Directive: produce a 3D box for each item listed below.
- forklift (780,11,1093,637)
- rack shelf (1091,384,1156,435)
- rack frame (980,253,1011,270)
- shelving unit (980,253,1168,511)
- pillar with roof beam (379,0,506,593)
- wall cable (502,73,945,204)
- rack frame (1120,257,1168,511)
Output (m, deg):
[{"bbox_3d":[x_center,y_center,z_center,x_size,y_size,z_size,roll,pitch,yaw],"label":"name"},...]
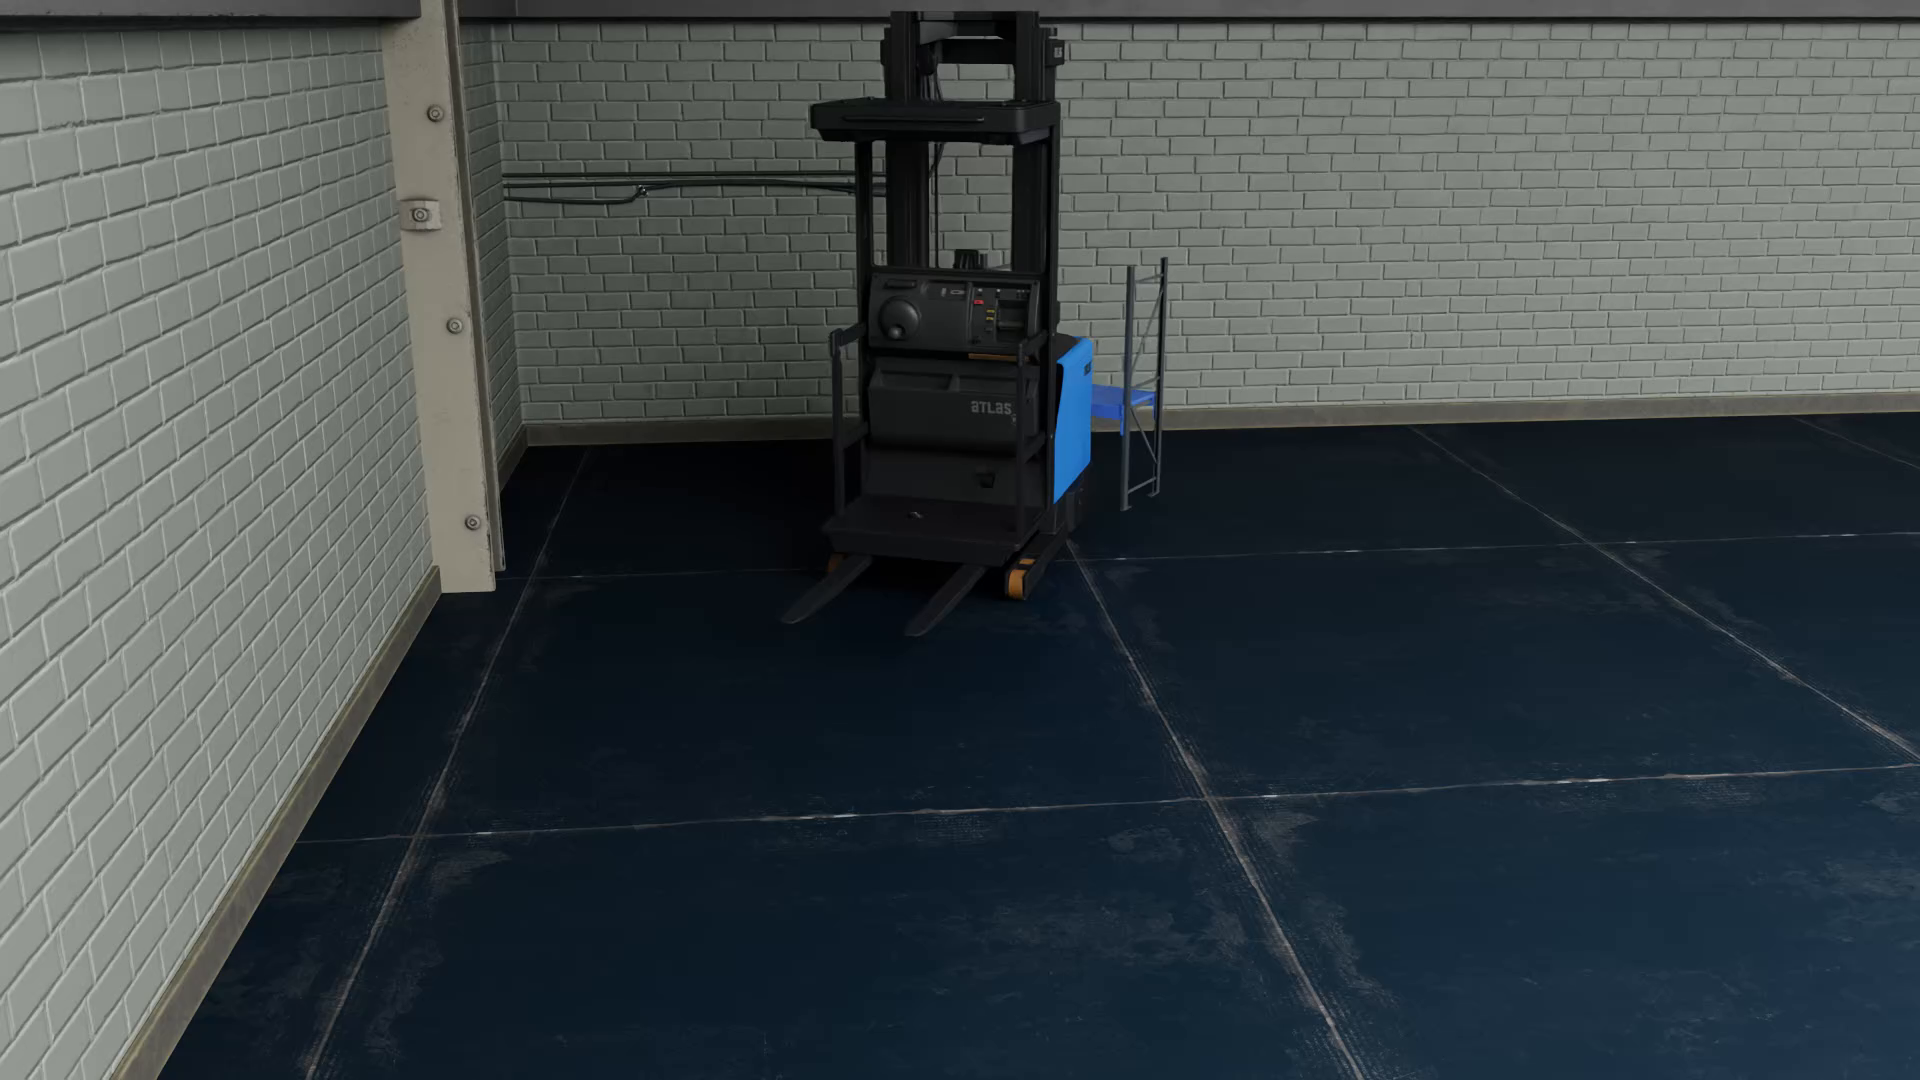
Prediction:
[{"bbox_3d":[-0.092,-1.213,8.648,1.130,2.935,3.031,5,18,15],"label":"forklift"},{"bbox_3d":[0.701,-0.868,10.538,1.000,0.185,0.538,11,20,31],"label":"rack shelf"},{"bbox_3d":[0.271,-1.121,10.743,0.032,1.500,0.500,11,20,31],"label":"rack frame"},{"bbox_3d":[0.701,-1.040,10.484,1.048,1.500,0.538,11,20,31],"label":"shelving unit"},{"bbox_3d":[1.639,-4.210,8.064,9.100,9.000,0.400,-2,18,-6],"label":"pillar with roof beam"},{"bbox_3d":[-1.631,-3.514,11.031,3.097,2.526,0.112,-2,18,-6],"label":"wall cable"},{"bbox_3d":[1.132,-0.958,10.226,0.032,1.500,0.500,11,20,31],"label":"rack frame"}]
